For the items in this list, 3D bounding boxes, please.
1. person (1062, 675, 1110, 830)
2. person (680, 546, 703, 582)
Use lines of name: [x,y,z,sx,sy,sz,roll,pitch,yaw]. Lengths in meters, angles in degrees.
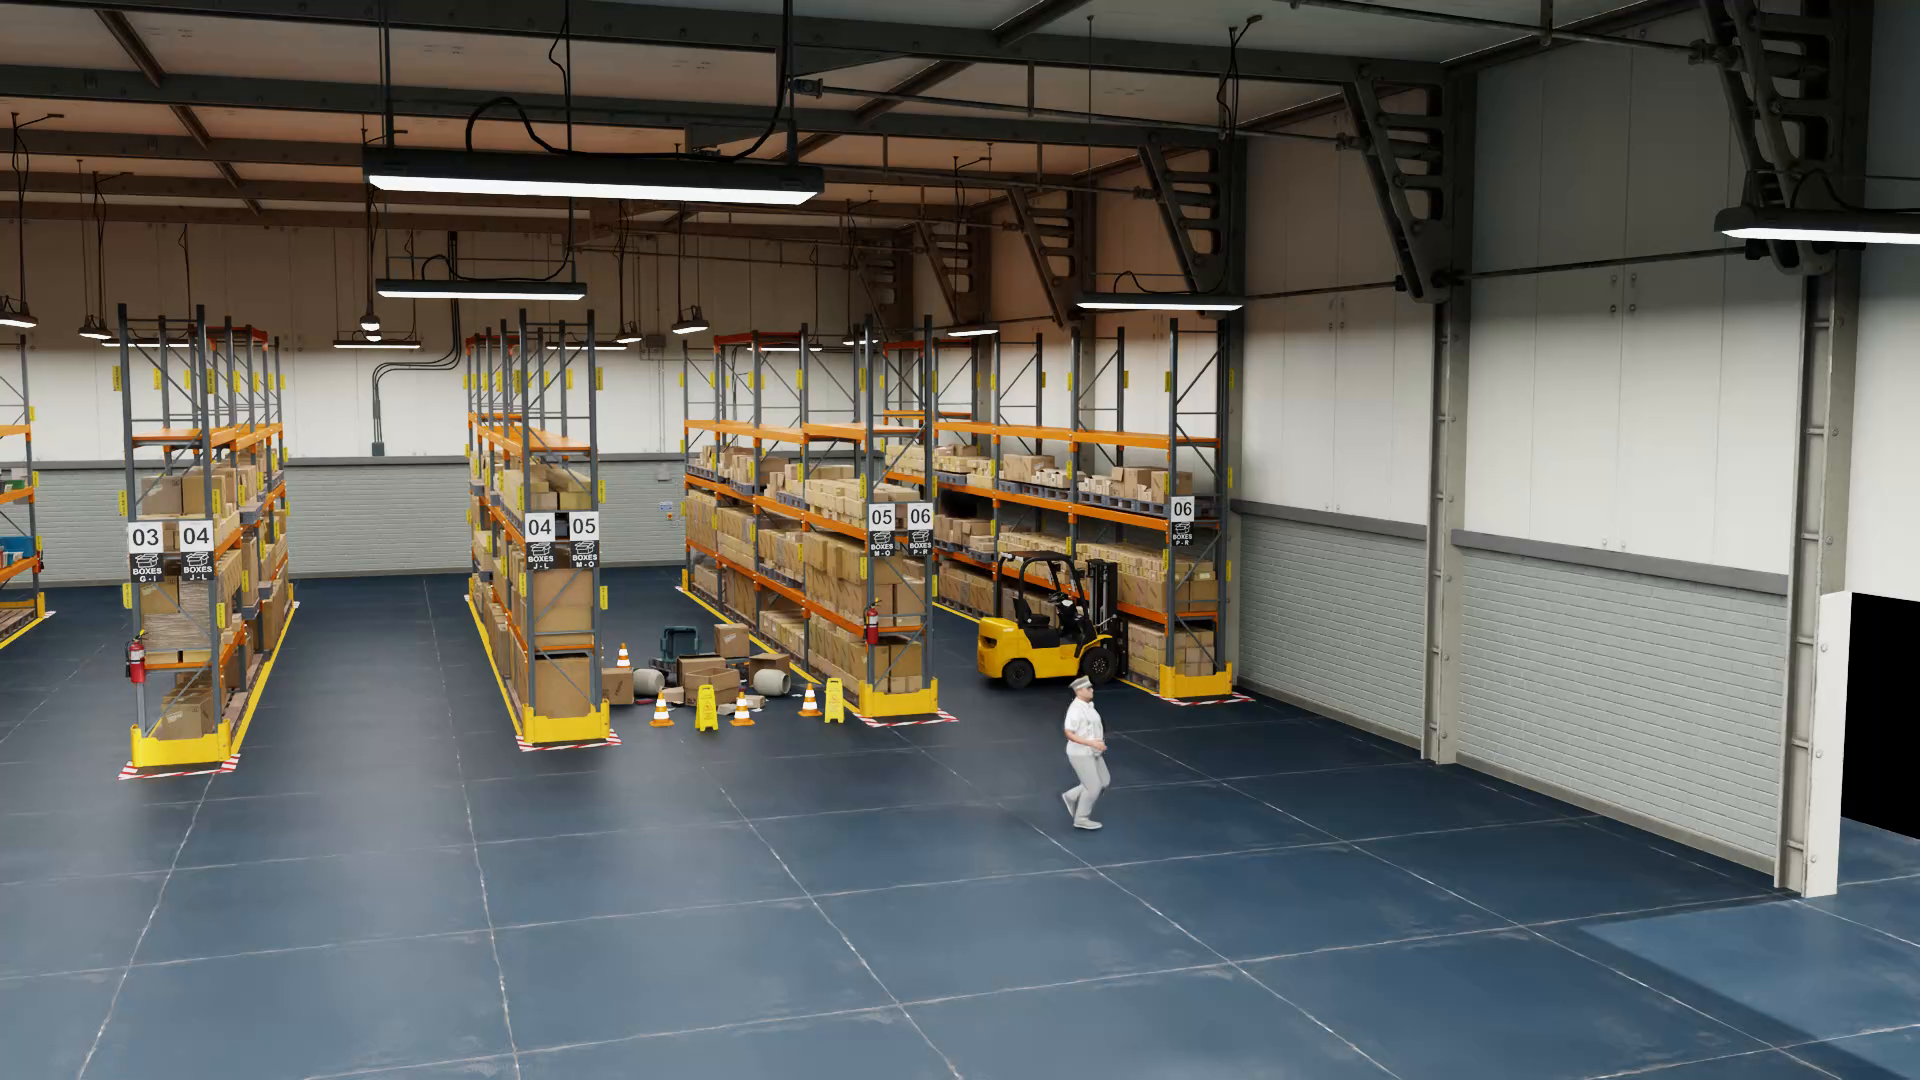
person: [1.407,2.369,18.656,0.622,1.732,0.659,2,6,23]
person: [-6.583,0.261,41.365,0.788,1.610,0.867,-1,5,-6]
